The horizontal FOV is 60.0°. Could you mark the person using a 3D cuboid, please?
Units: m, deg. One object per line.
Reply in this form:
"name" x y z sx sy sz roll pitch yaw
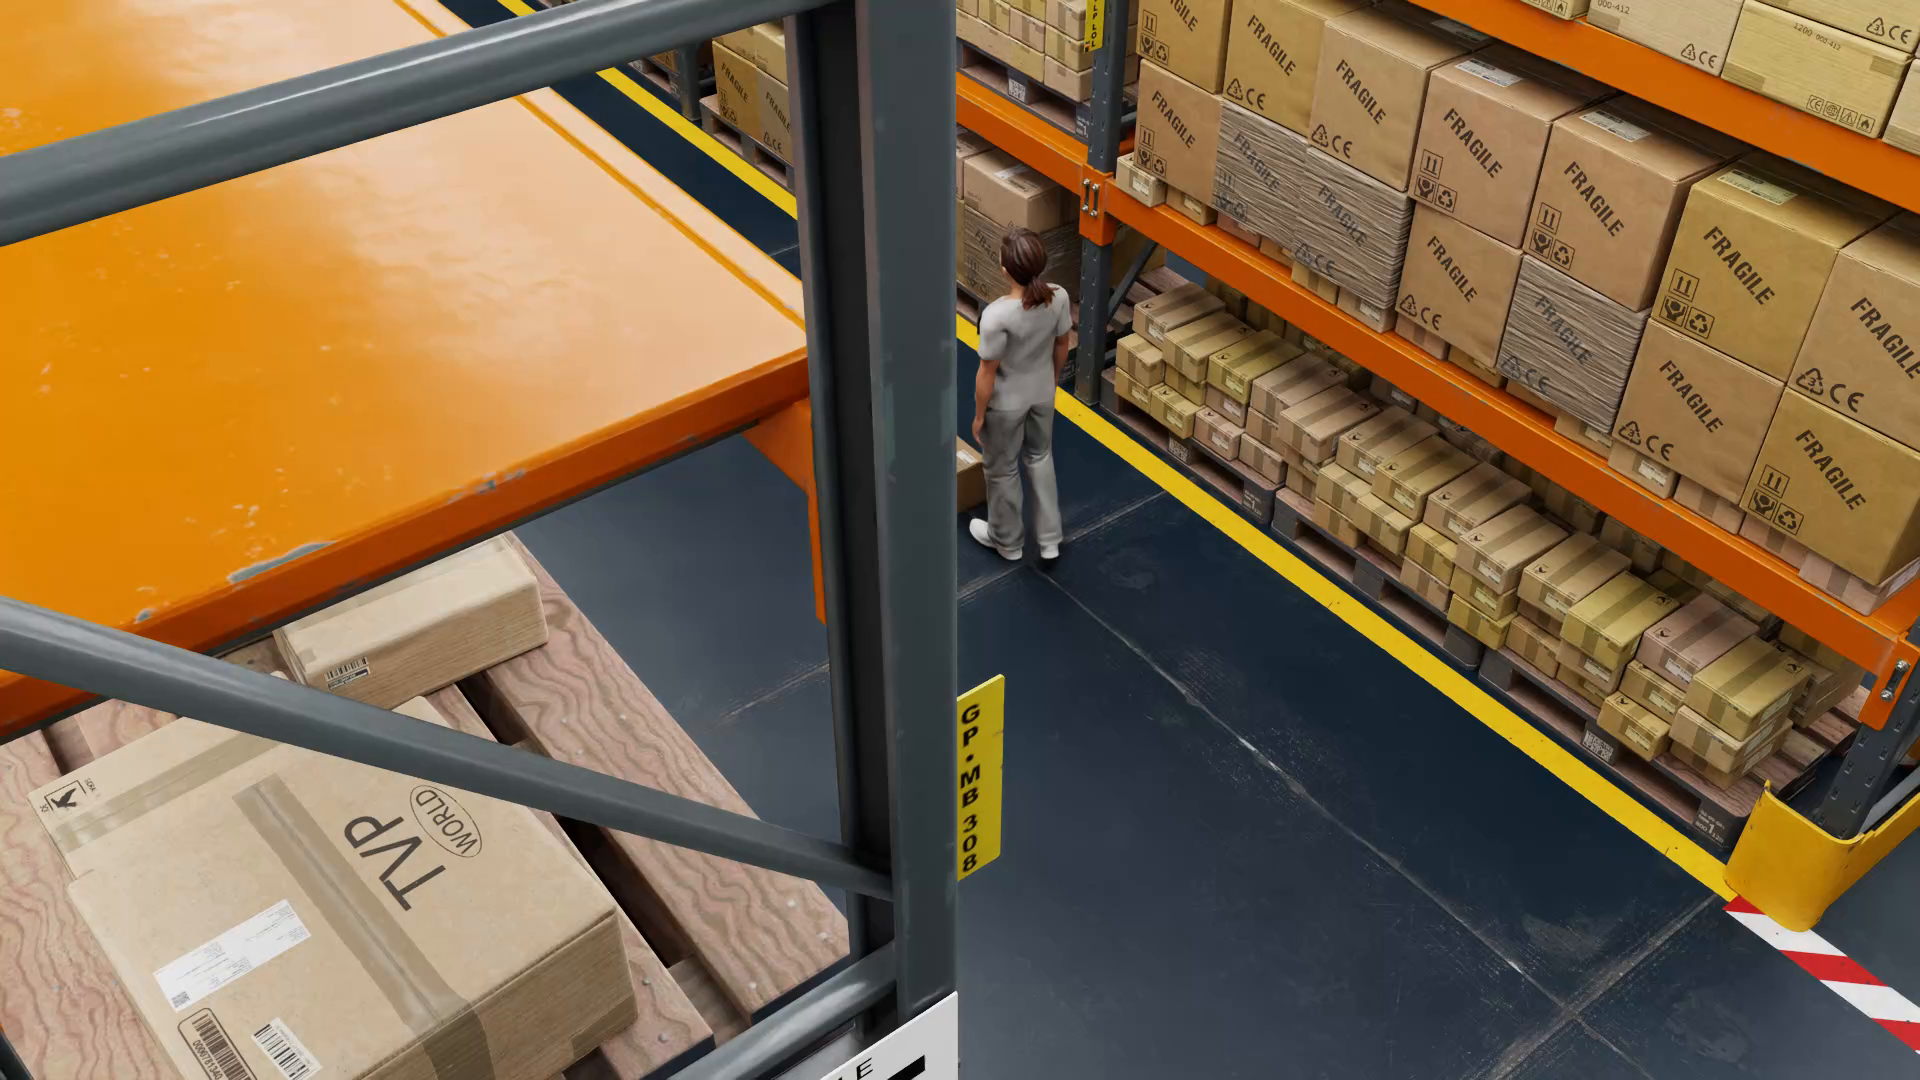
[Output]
"person" 0.251 -0.597 7.099 0.470 1.668 0.441 -22 45 -24
